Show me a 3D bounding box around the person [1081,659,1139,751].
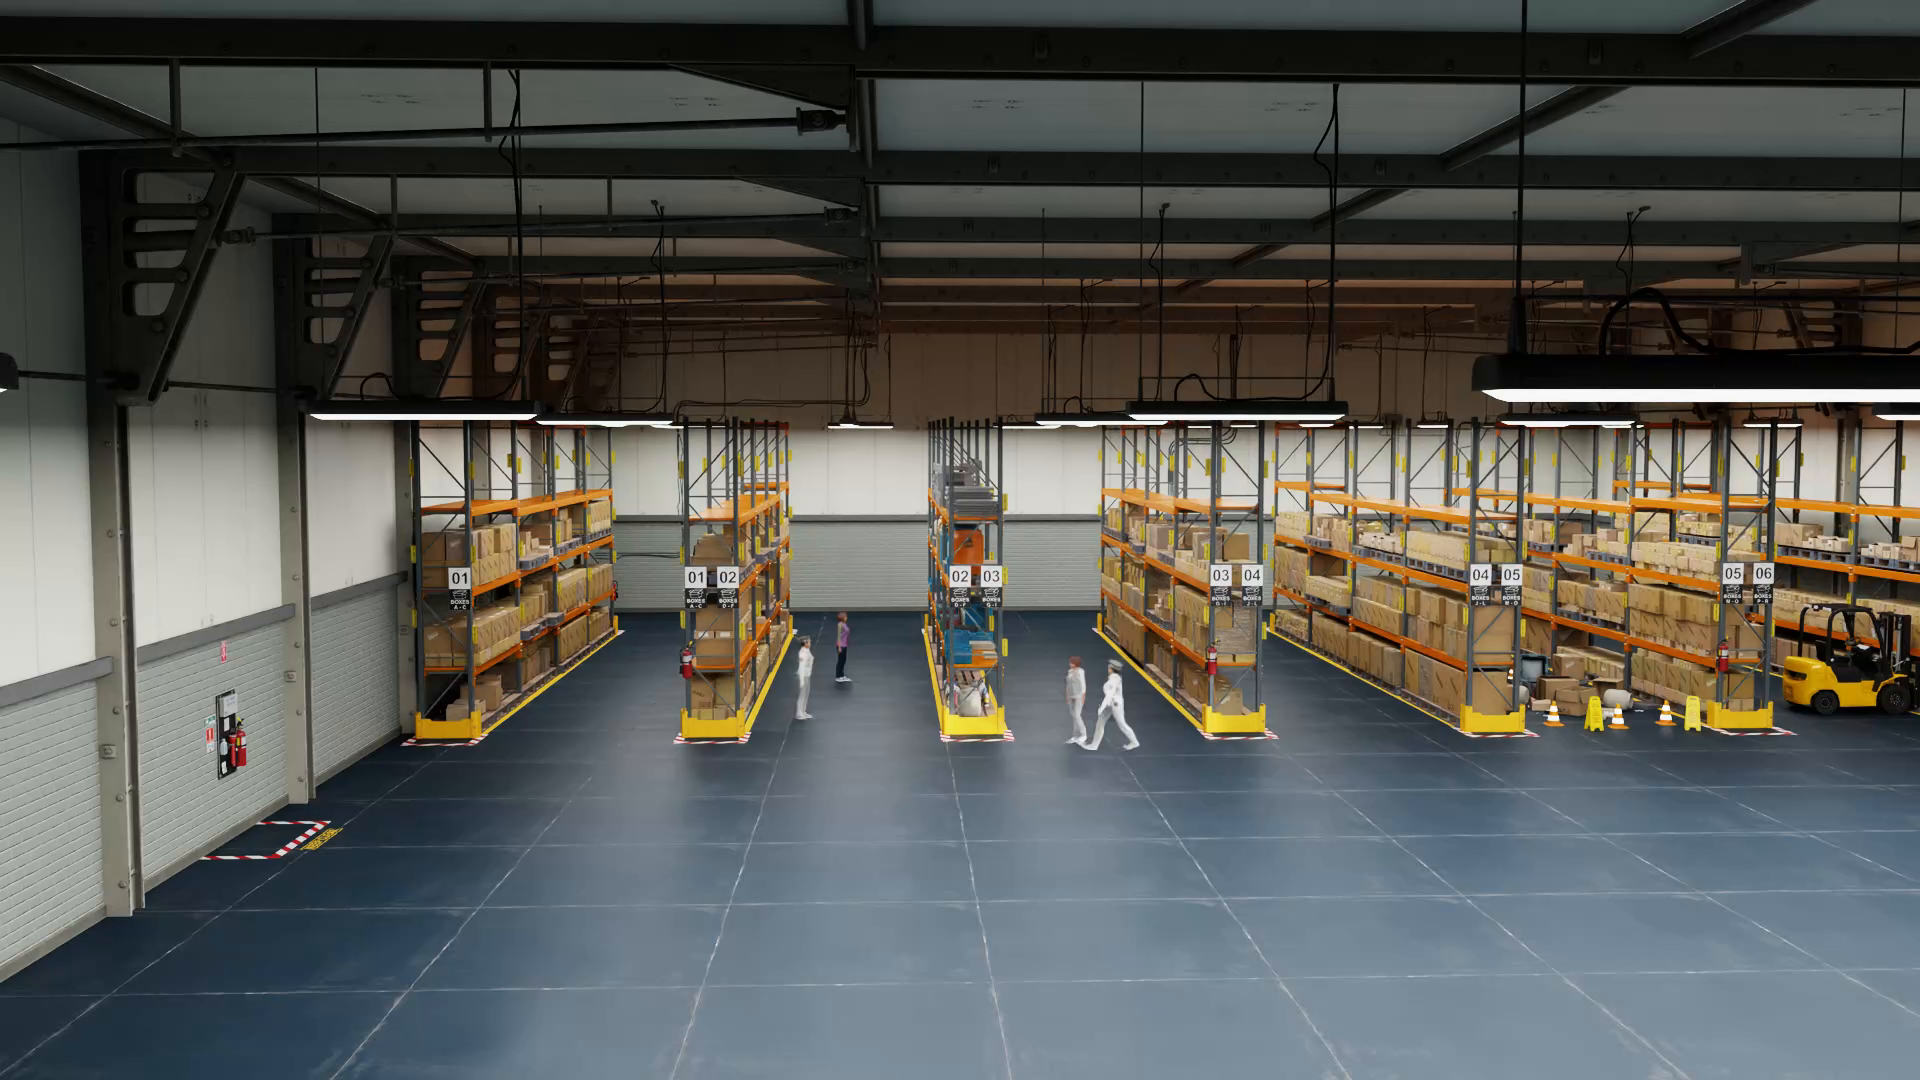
[{"bbox_3d":[2.693,2.952,29.699,0.984,1.639,0.451,-1,4,-20],"label":"person"}]

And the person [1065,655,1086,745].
[{"bbox_3d":[2.122,2.939,30.574,0.326,1.614,0.459,-3,5,-35],"label":"person"}]

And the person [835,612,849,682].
[{"bbox_3d":[-2.695,2.442,38.065,0.324,1.607,0.521,1,4,9],"label":"person"}]

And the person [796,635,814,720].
[{"bbox_3d":[-3.085,2.725,33.054,0.348,1.689,0.571,0,4,3],"label":"person"}]
